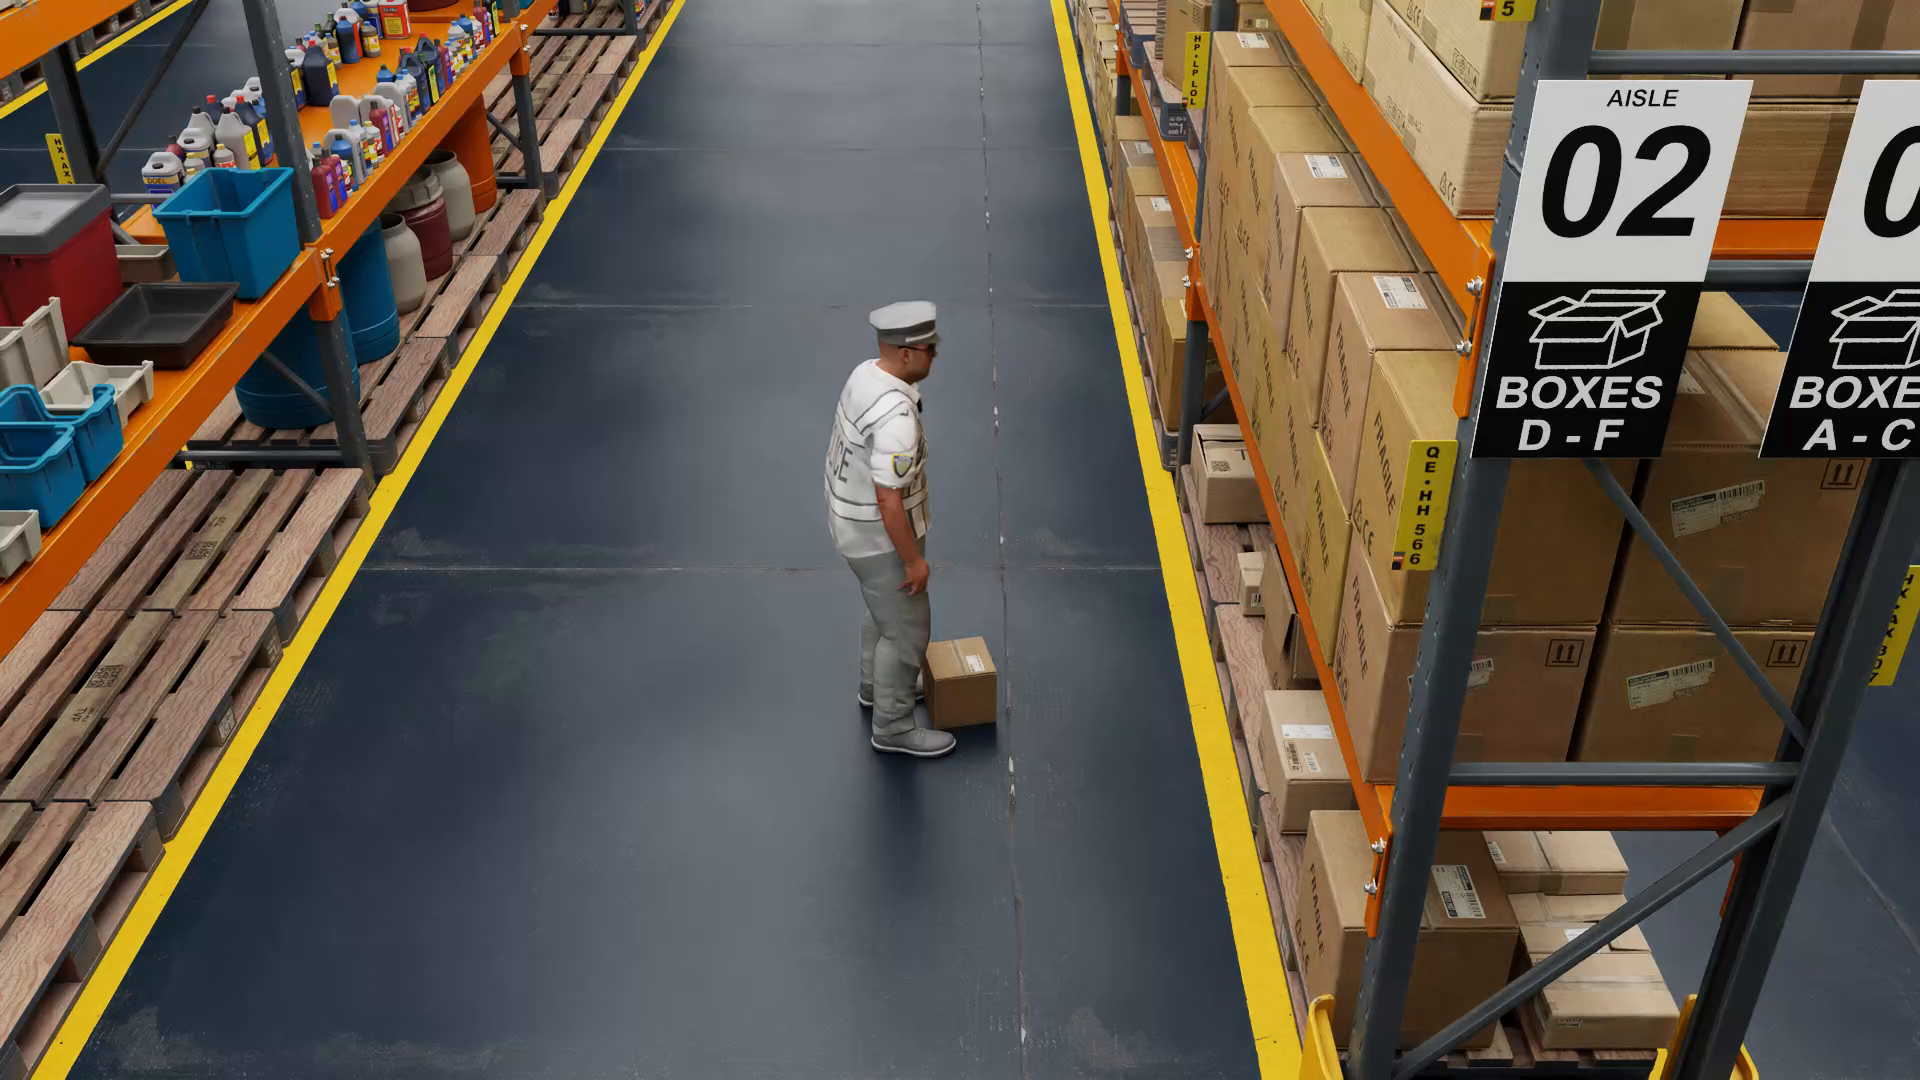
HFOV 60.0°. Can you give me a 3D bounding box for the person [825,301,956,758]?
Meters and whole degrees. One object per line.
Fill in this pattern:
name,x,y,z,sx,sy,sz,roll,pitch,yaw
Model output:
person,-0.271,-0.042,6.195,0.433,1.748,0.595,-6,32,-10
